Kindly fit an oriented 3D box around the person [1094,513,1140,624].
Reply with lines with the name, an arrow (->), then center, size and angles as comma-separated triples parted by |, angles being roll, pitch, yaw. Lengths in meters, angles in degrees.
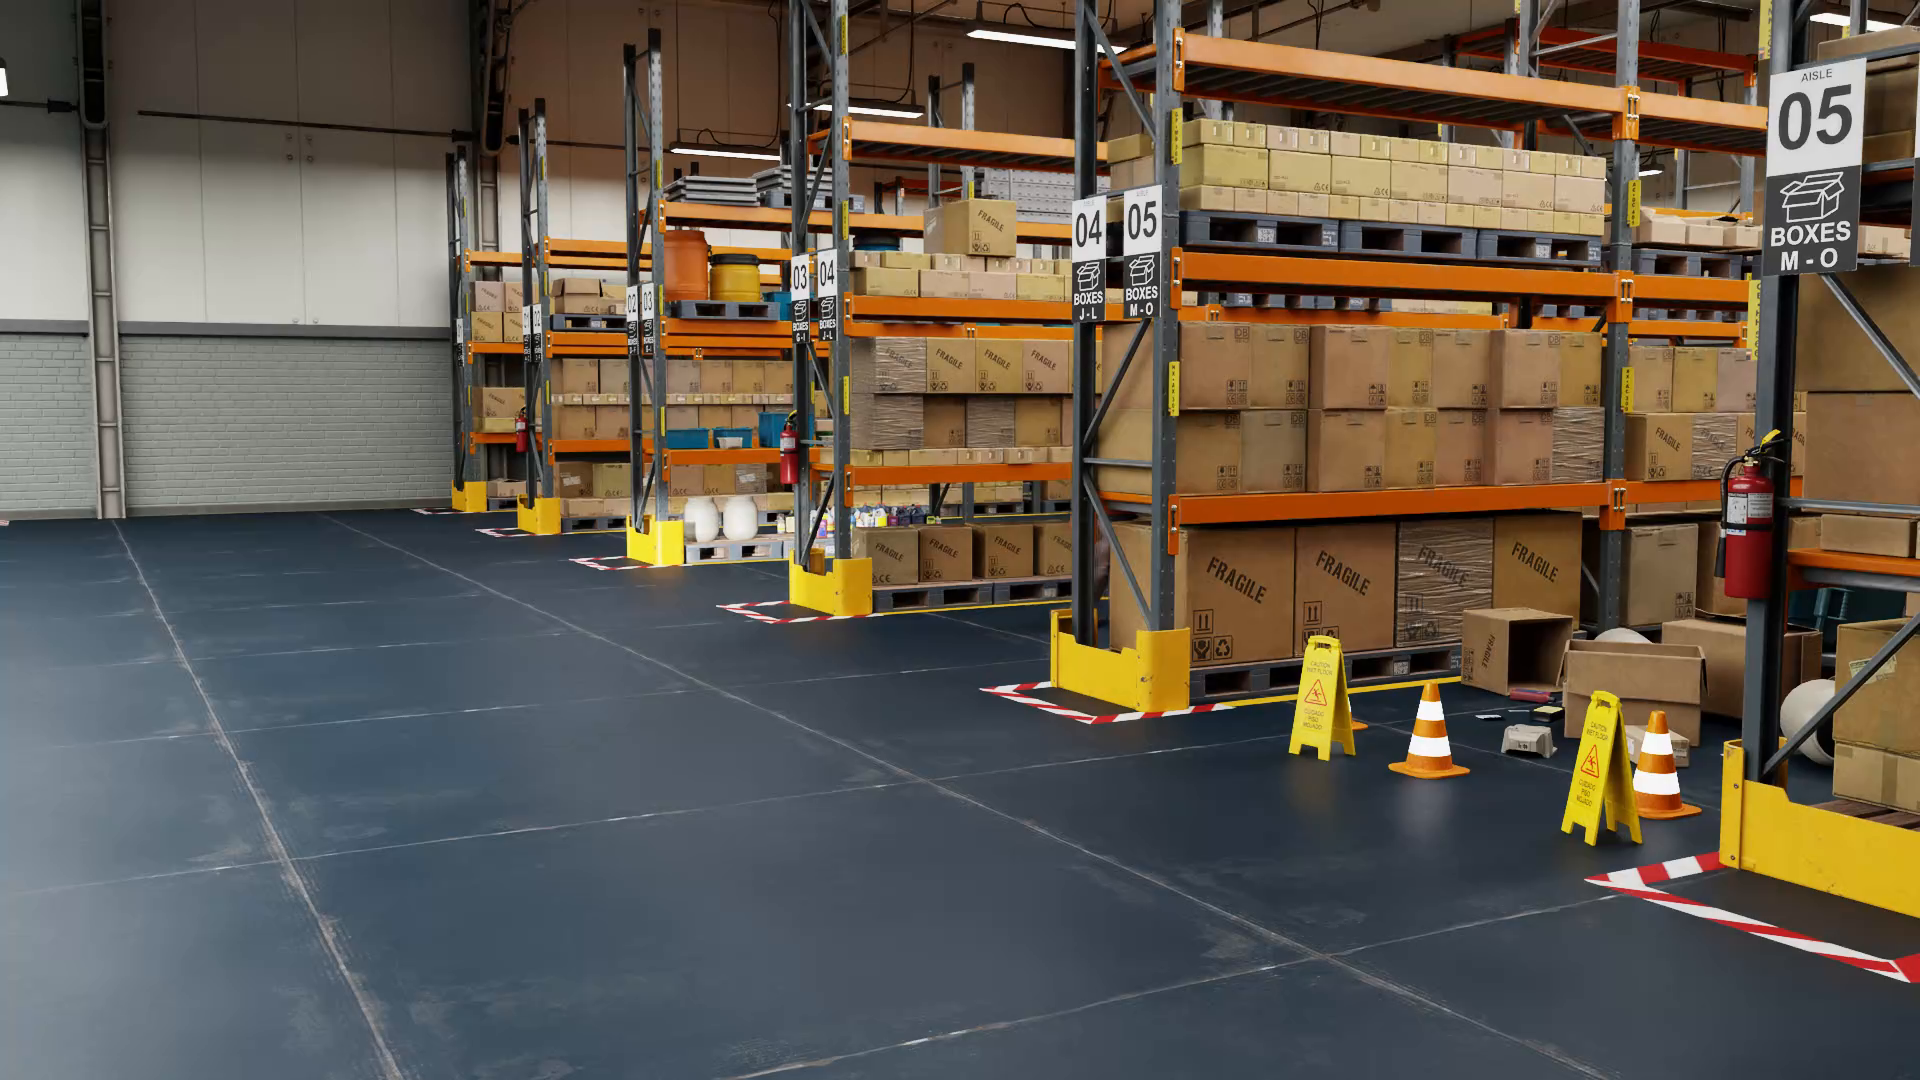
person -> 1.332, -0.128, 14.117 | 0.899, 1.646, 0.679 | -2, 5, -23
